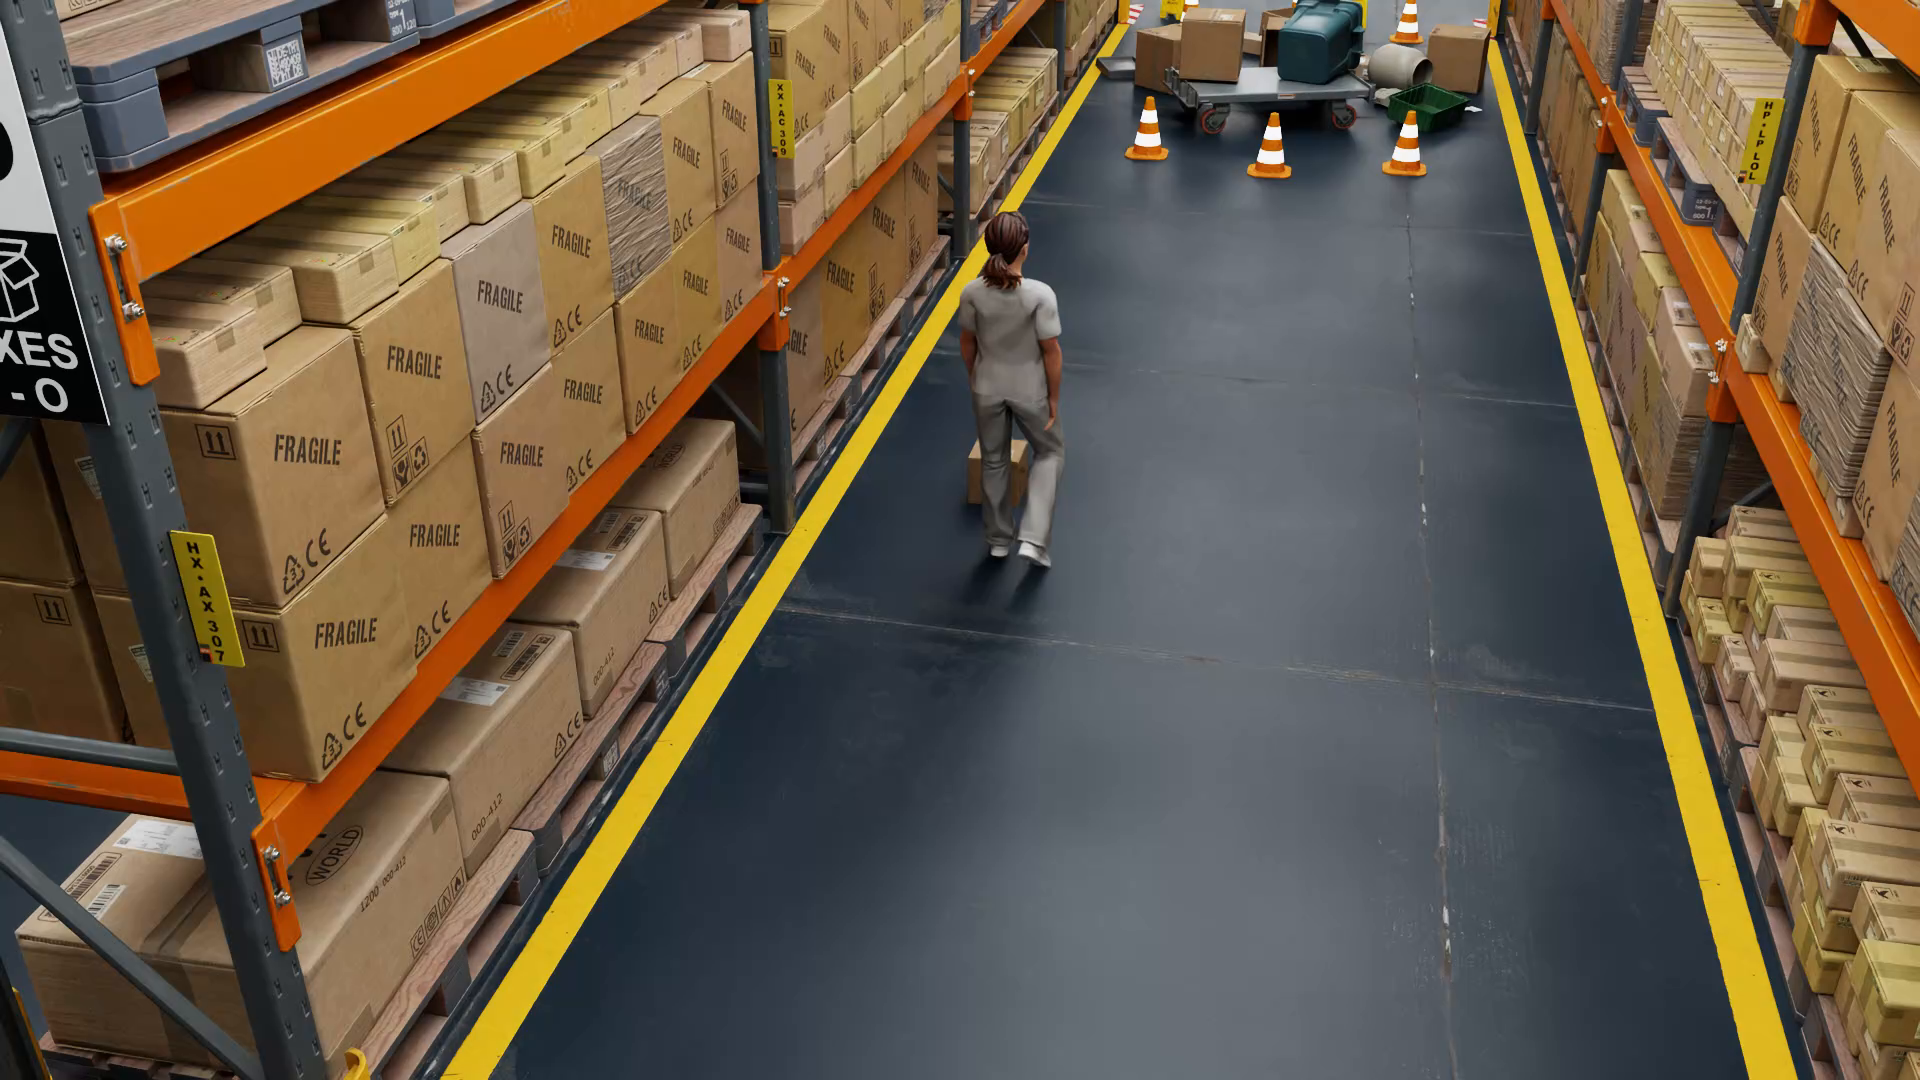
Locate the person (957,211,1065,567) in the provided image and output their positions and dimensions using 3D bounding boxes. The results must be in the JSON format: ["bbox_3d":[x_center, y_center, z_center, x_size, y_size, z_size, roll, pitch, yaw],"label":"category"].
[{"bbox_3d":[0.232,-0.649,7.280,0.464,1.677,0.541,7,30,12],"label":"person"}]
